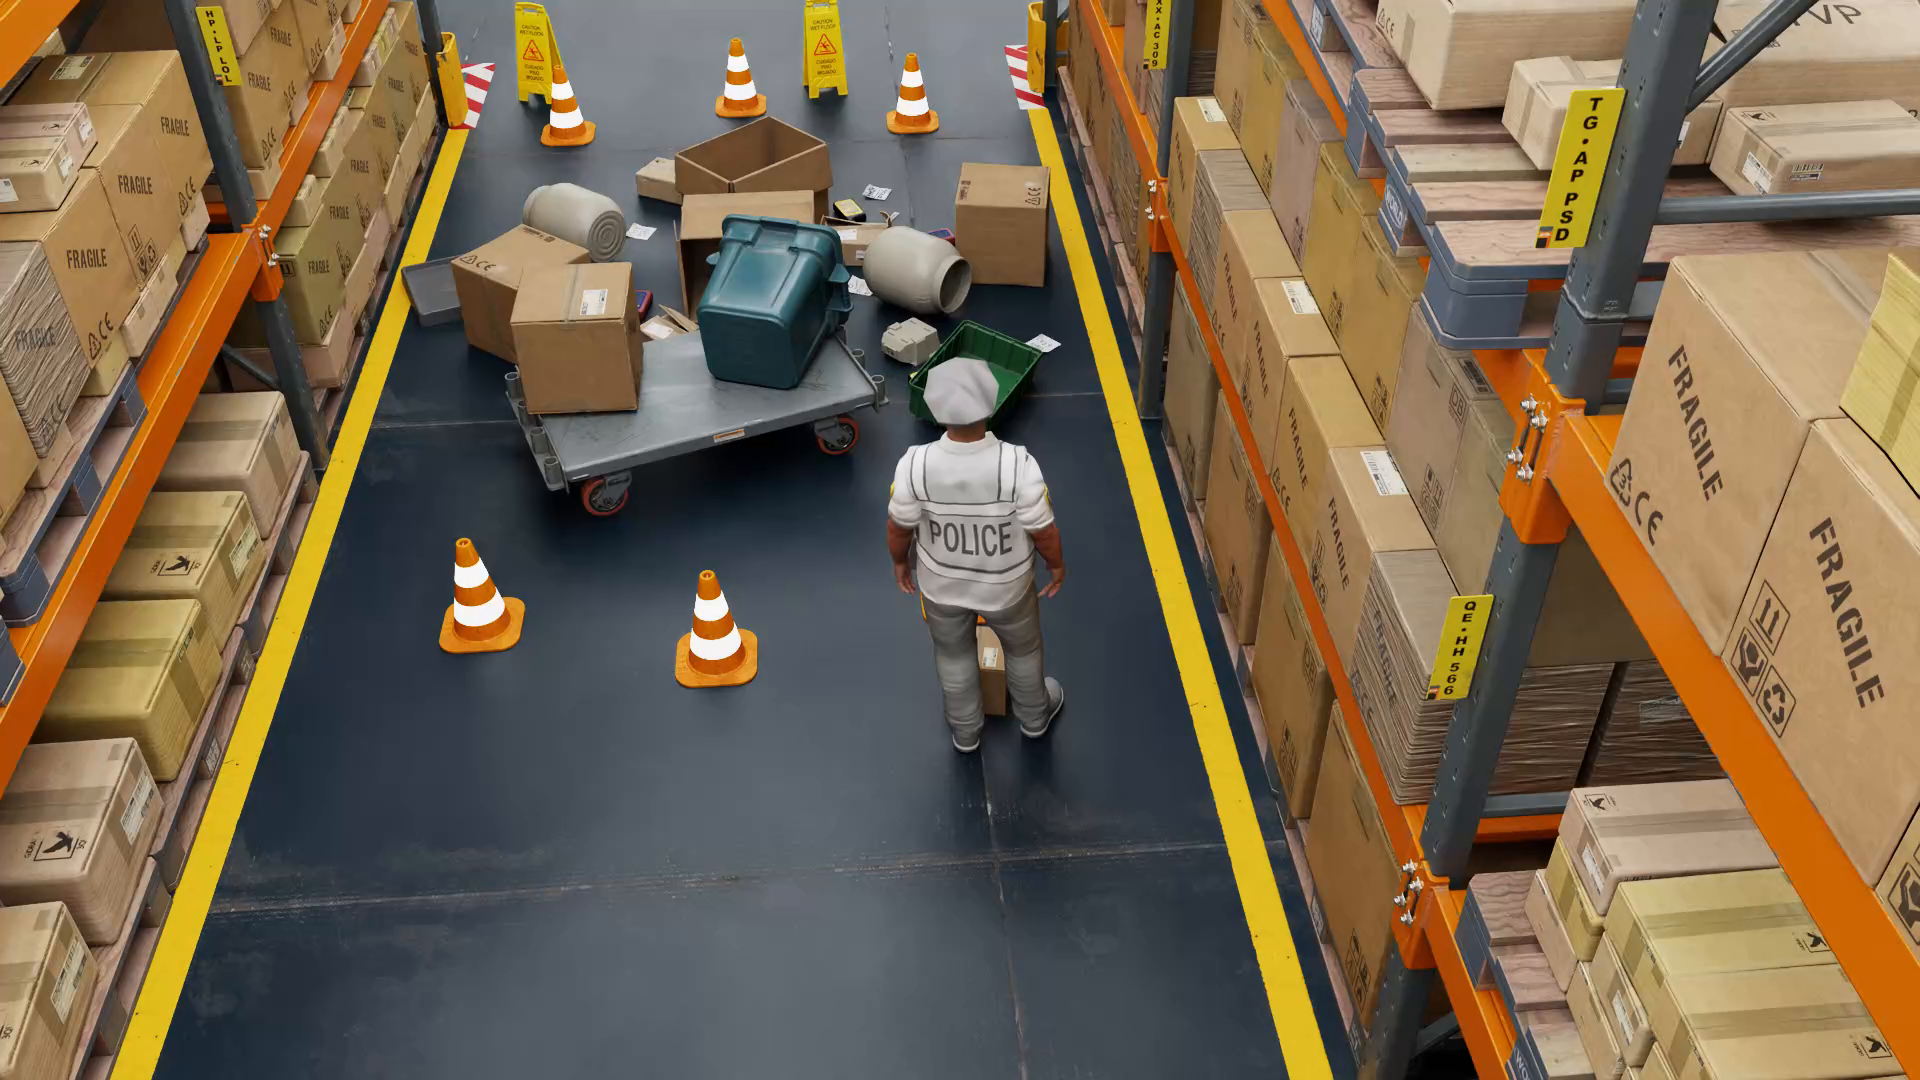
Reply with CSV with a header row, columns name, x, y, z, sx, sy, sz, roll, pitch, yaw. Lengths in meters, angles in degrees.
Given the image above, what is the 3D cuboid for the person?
name,x,y,z,sx,sy,sz,roll,pitch,yaw
person,0.075,0.056,6.041,0.640,1.781,0.575,5,39,6
